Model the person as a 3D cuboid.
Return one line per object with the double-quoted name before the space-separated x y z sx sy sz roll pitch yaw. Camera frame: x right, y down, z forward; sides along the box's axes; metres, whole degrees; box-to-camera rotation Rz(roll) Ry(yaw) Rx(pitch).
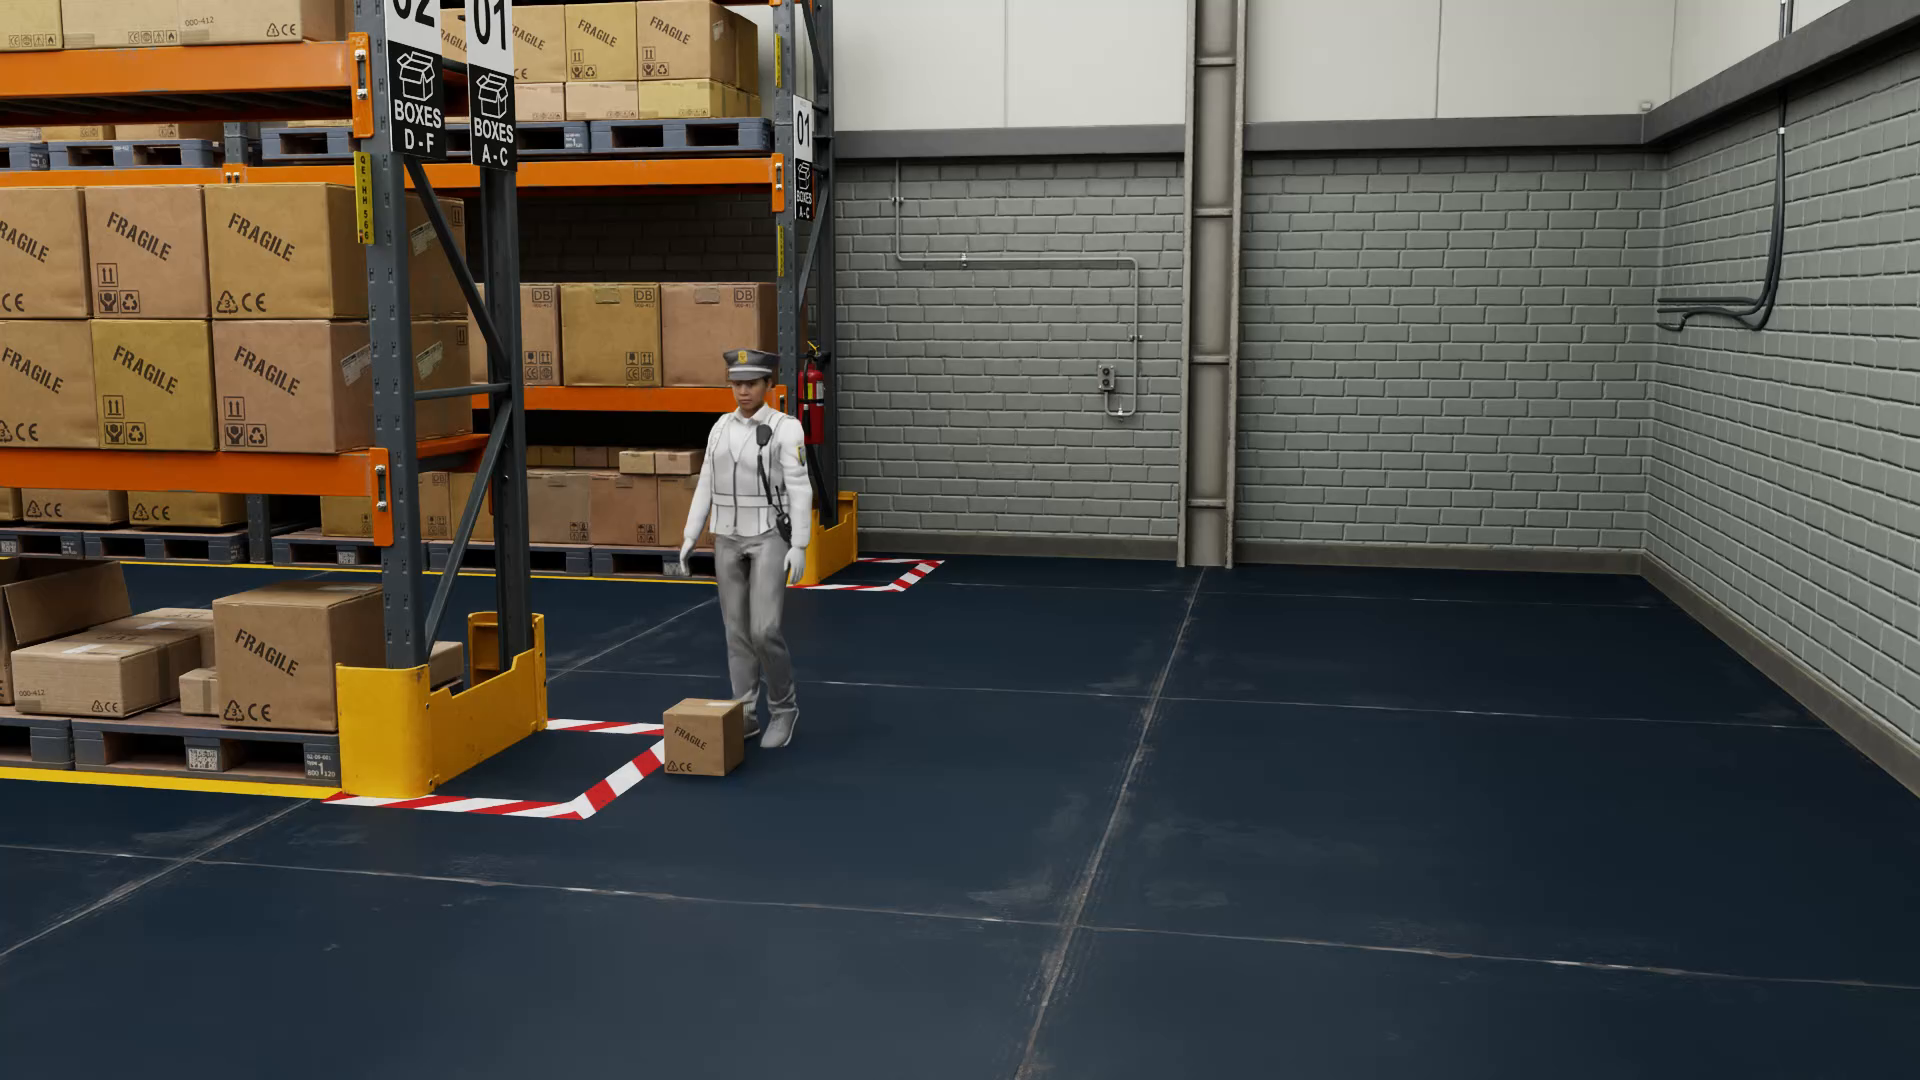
"person" -0.913 0.044 7.045 0.549 1.707 0.410 4 9 25
